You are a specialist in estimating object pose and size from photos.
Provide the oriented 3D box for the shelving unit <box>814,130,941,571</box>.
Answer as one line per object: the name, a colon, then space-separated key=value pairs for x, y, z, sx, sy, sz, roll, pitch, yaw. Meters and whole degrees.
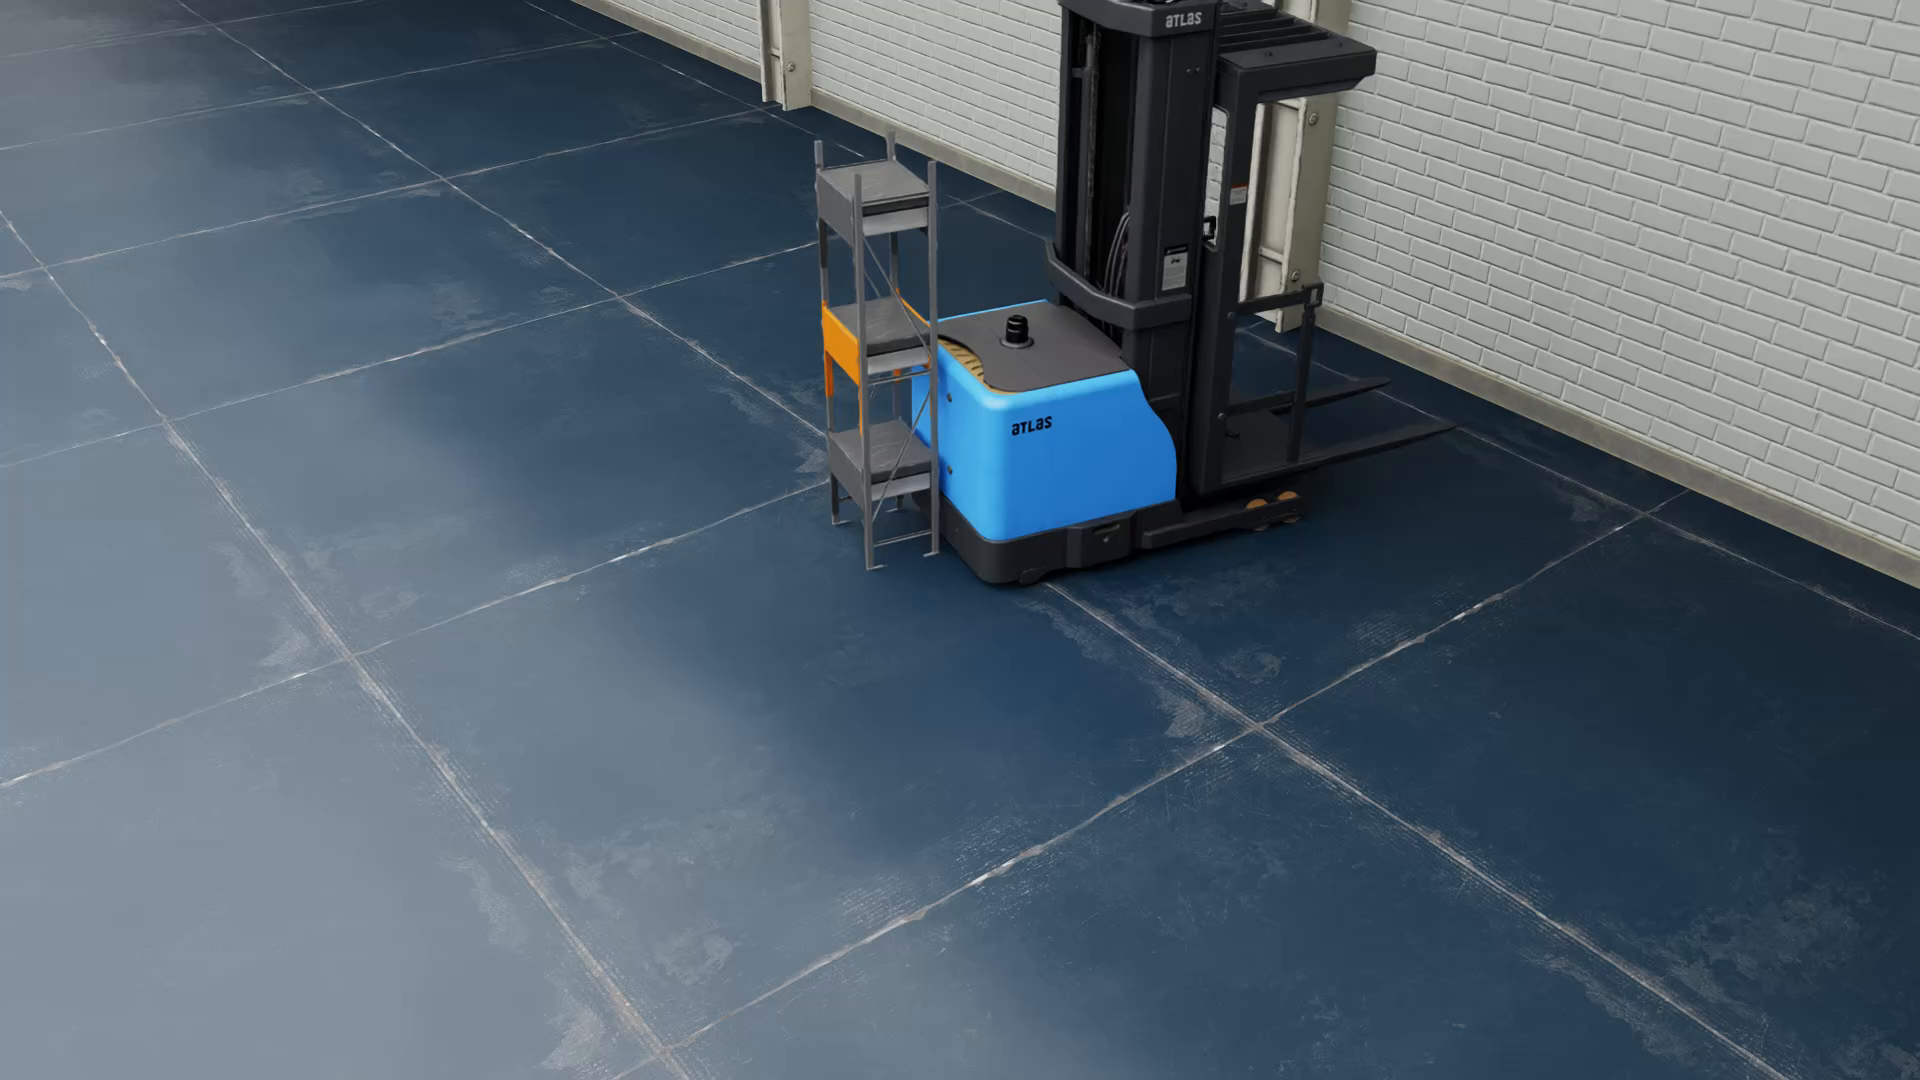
shelving unit: x=-0.394 y=-0.895 z=8.201 sx=0.431 sy=2.100 sz=0.503 roll=-14 pitch=34 yaw=-21

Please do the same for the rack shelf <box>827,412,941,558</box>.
rack shelf: x=-0.394 y=-0.289 z=8.578 sx=0.431 sy=0.518 sz=0.480 roll=-14 pitch=34 yaw=-21

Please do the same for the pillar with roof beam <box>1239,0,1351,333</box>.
pillar with roof beam: x=-1.290 y=-3.924 z=6.539 sx=9.100 sy=9.000 sz=0.400 roll=-22 pitch=38 yaw=-31

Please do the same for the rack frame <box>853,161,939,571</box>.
rack frame: x=-0.292 y=-0.778 z=8.013 sx=0.400 sy=2.100 sz=0.015 roll=-14 pitch=34 yaw=-21

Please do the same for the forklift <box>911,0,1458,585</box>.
forklift: x=1.296 y=-1.533 z=8.440 sx=3.031 sy=2.935 sz=1.130 roll=-14 pitch=34 yaw=-21

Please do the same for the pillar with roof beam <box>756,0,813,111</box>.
pillar with roof beam: x=-4.969 y=-6.424 z=10.565 sx=9.100 sy=9.000 sz=0.400 roll=-22 pitch=38 yaw=-31

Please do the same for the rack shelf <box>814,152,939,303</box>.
rack shelf: x=-0.394 y=-1.478 z=7.839 sx=0.431 sy=0.518 sz=0.480 roll=-14 pitch=34 yaw=-21

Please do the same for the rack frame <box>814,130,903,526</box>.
rack frame: x=-0.496 y=-1.012 z=8.390 sx=0.400 sy=2.100 sz=0.015 roll=-14 pitch=34 yaw=-21

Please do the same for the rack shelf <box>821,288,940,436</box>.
rack shelf: x=-0.394 y=-0.884 z=8.209 sx=0.431 sy=0.518 sz=0.480 roll=-14 pitch=34 yaw=-21
